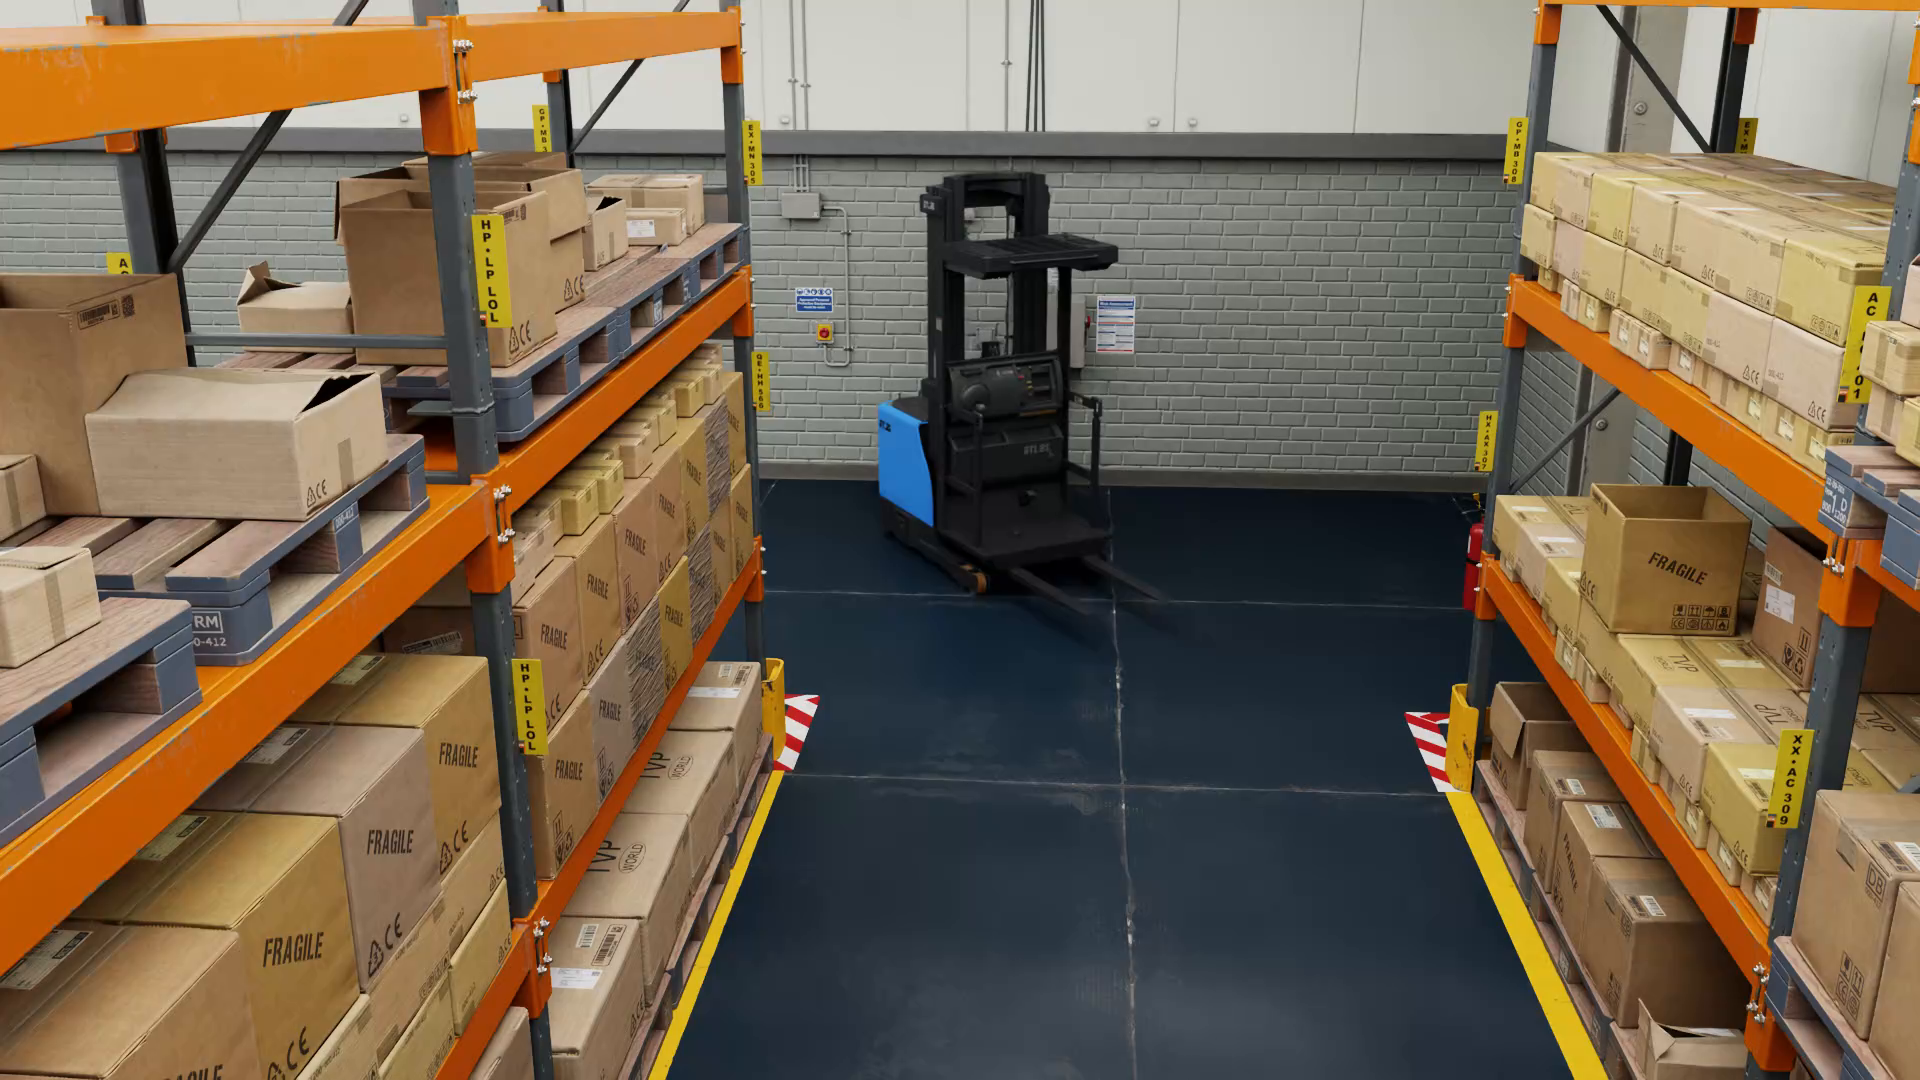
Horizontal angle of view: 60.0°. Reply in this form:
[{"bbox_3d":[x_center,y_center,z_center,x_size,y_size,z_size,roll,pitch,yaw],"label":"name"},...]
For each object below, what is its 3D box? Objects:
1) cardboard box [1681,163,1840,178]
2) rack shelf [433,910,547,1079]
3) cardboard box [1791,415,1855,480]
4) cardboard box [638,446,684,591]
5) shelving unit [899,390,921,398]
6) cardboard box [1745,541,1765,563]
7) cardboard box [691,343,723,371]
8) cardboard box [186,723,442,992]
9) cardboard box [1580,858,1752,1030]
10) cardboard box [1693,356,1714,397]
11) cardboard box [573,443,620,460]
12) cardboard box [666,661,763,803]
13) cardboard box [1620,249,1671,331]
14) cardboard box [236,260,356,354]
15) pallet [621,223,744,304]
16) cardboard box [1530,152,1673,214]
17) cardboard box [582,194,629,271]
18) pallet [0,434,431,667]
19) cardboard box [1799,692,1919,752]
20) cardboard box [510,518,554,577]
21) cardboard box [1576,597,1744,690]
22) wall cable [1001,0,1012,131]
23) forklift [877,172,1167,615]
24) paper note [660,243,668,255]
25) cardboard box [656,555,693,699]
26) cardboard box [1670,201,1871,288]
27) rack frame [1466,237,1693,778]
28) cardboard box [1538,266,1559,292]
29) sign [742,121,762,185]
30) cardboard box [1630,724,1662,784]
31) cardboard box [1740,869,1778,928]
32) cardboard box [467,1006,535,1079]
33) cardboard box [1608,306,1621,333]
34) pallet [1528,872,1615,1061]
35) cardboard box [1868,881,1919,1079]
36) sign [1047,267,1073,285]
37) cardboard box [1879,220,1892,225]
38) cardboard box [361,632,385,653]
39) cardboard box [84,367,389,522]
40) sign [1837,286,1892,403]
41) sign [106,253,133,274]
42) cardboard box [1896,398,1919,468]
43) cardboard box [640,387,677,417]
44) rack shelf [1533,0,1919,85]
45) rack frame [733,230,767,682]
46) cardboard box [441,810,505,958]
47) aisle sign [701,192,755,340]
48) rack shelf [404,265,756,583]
[{"bbox_3d":[3.542,-1.527,7.409,0.500,0.250,0.500,1,18,2],"label":"cardboard box"},{"bbox_3d":[-2.048,1.996,3.670,1.077,0.370,4.000,1,18,4],"label":"rack shelf"},{"bbox_3d":[2.778,-0.282,5.052,0.380,0.149,0.250,1,18,4],"label":"cardboard box"},{"bbox_3d":[-1.500,-0.104,7.158,0.500,0.500,0.500,1,18,4],"label":"cardboard box"},{"bbox_3d":[-0.362,-0.700,13.873,0.215,1.050,0.252,-9,20,-26],"label":"shelving unit"},{"bbox_3d":[3.527,0.139,7.945,0.500,0.250,0.500,1,18,4],"label":"cardboard box"},{"bbox_3d":[-1.444,-0.924,8.619,0.380,0.149,0.250,2,18,5],"label":"cardboard box"},{"bbox_3d":[-1.716,0.815,4.351,0.500,0.500,0.500,2,18,5],"label":"cardboard box"},{"bbox_3d":[3.021,1.663,6.870,0.700,0.500,0.500,1,18,2],"label":"cardboard box"},{"bbox_3d":[2.897,-0.600,6.022,0.380,0.149,0.250,2,18,6],"label":"cardboard box"},{"bbox_3d":[-1.581,-0.288,6.677,0.380,0.149,0.250,1,18,4],"label":"cardboard box"},{"bbox_3d":[-1.565,1.016,8.946,0.875,0.438,0.875,1,18,2],"label":"cardboard box"},{"bbox_3d":[2.950,-0.986,6.559,0.500,0.250,0.500,1,18,3],"label":"cardboard box"},{"bbox_3d":[-2.178,-0.781,5.554,0.396,0.266,0.258,2,18,6],"label":"cardboard box"},{"bbox_3d":[-1.660,-1.362,8.088,1.003,0.211,1.213,1,18,4],"label":"pallet"},{"bbox_3d":[3.051,-1.701,7.939,0.500,0.250,0.500,1,18,3],"label":"cardboard box"},{"bbox_3d":[-1.775,-1.376,7.296,0.500,0.311,0.500,2,18,5],"label":"cardboard box"},{"bbox_3d":[-1.921,-0.016,4.144,0.805,0.209,1.217,1,18,2],"label":"pallet"},{"bbox_3d":[3.381,0.769,6.023,0.500,0.250,0.500,1,18,3],"label":"cardboard box"},{"bbox_3d":[-1.621,0.030,5.707,0.380,0.149,0.250,2,18,5],"label":"cardboard box"},{"bbox_3d":[2.948,0.438,7.031,0.500,0.250,0.500,1,18,2],"label":"cardboard box"},{"bbox_3d":[-0.741,-4.816,13.668,2.355,3.000,0.029,1,18,4],"label":"wall cable"},{"bbox_3d":[0.445,-1.147,12.217,1.130,2.935,3.031,-9,20,-26],"label":"forklift"},{"bbox_3d":[-1.188,-1.171,6.681,0.006,0.032,0.123,1,18,4],"label":"paper note"},{"bbox_3d":[-1.490,0.375,7.301,0.500,0.500,0.500,2,18,6],"label":"cardboard box"},{"bbox_3d":[2.915,-1.068,6.008,0.500,0.250,0.500,2,18,5],"label":"cardboard box"},{"bbox_3d":[3.334,-0.100,8.911,1.000,3.000,0.127,1,18,4],"label":"rack frame"},{"bbox_3d":[3.079,-1.312,8.196,0.380,0.149,0.250,2,18,5],"label":"cardboard box"},{"bbox_3d":[-1.077,-2.002,8.602,0.100,0.325,0.005,1,18,4],"label":"sign"},{"bbox_3d":[2.845,0.834,6.465,0.380,0.149,0.250,1,18,3],"label":"cardboard box"},{"bbox_3d":[2.818,1.157,5.478,0.380,0.149,0.250,2,18,5],"label":"cardboard box"},{"bbox_3d":[-1.869,2.037,5.126,0.875,0.875,0.875,2,18,6],"label":"cardboard box"},{"bbox_3d":[2.962,-0.916,6.987,0.380,0.149,0.250,1,18,3],"label":"cardboard box"},{"bbox_3d":[3.182,1.874,7.364,1.003,0.211,1.213,1,18,4],"label":"pallet"},{"bbox_3d":[2.752,1.201,4.104,0.700,0.500,0.500,1,18,5],"label":"cardboard box"},{"bbox_3d":[0.808,-2.327,14.381,0.339,0.242,0.001,1,18,4],"label":"sign"},{"bbox_3d":[3.388,-0.899,5.493,0.500,0.250,0.500,1,18,2],"label":"cardboard box"},{"bbox_3d":[-2.146,0.357,5.749,0.500,0.500,0.500,1,18,3],"label":"cardboard box"},{"bbox_3d":[-1.758,-0.271,4.086,0.500,0.311,0.500,1,18,4],"label":"cardboard box"},{"bbox_3d":[2.505,-0.538,4.601,0.100,0.325,0.005,1,18,4],"label":"sign"},{"bbox_3d":[-2.458,-0.688,4.930,0.100,0.325,0.005,1,18,4],"label":"sign"},{"bbox_3d":[2.575,-0.247,4.111,0.380,0.149,0.250,1,18,5],"label":"cardboard box"},{"bbox_3d":[-1.521,-0.606,7.648,0.380,0.149,0.250,1,18,3],"label":"cardboard box"},{"bbox_3d":[3.190,-1.986,6.193,1.077,0.370,4.000,1,18,4],"label":"rack shelf"},{"bbox_3d":[-1.618,-0.210,9.245,1.000,3.000,0.127,1,18,4],"label":"rack frame"},{"bbox_3d":[-1.693,1.009,4.965,0.500,0.250,0.500,1,18,4],"label":"cardboard box"},{"bbox_3d":[-1.303,-1.460,8.887,0.394,0.787,0.004,1,18,4],"label":"aisle sign"},{"bbox_3d":[-1.761,-0.672,6.994,1.077,0.370,4.000,1,18,4],"label":"rack shelf"}]
